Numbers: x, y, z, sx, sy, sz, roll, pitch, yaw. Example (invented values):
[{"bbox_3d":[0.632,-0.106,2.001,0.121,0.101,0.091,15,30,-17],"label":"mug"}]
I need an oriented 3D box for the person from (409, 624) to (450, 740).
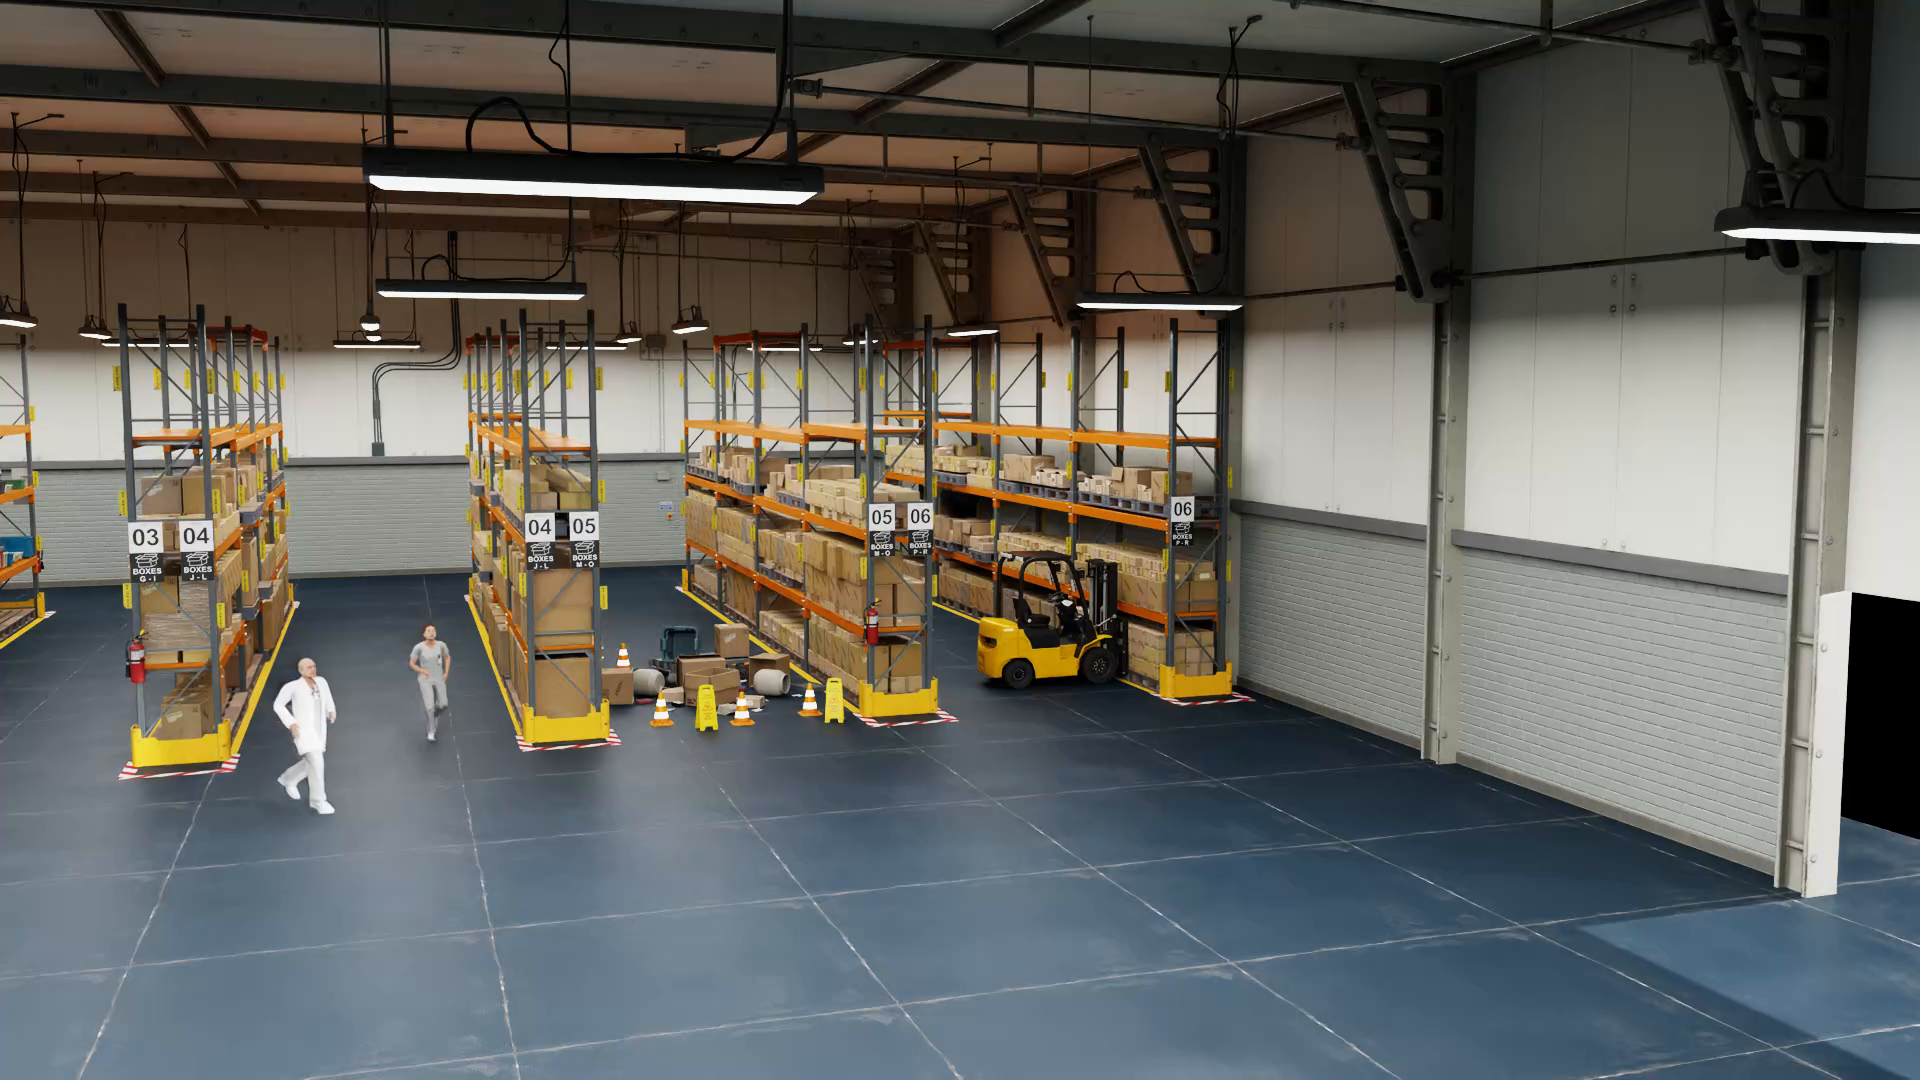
[{"bbox_3d":[-7.421,1.991,23.355,0.586,1.611,0.572,-3,6,-32],"label":"person"}]

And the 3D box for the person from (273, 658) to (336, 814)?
[{"bbox_3d":[-7.679,2.270,19.512,0.919,1.814,0.705,3,6,26],"label":"person"}]
